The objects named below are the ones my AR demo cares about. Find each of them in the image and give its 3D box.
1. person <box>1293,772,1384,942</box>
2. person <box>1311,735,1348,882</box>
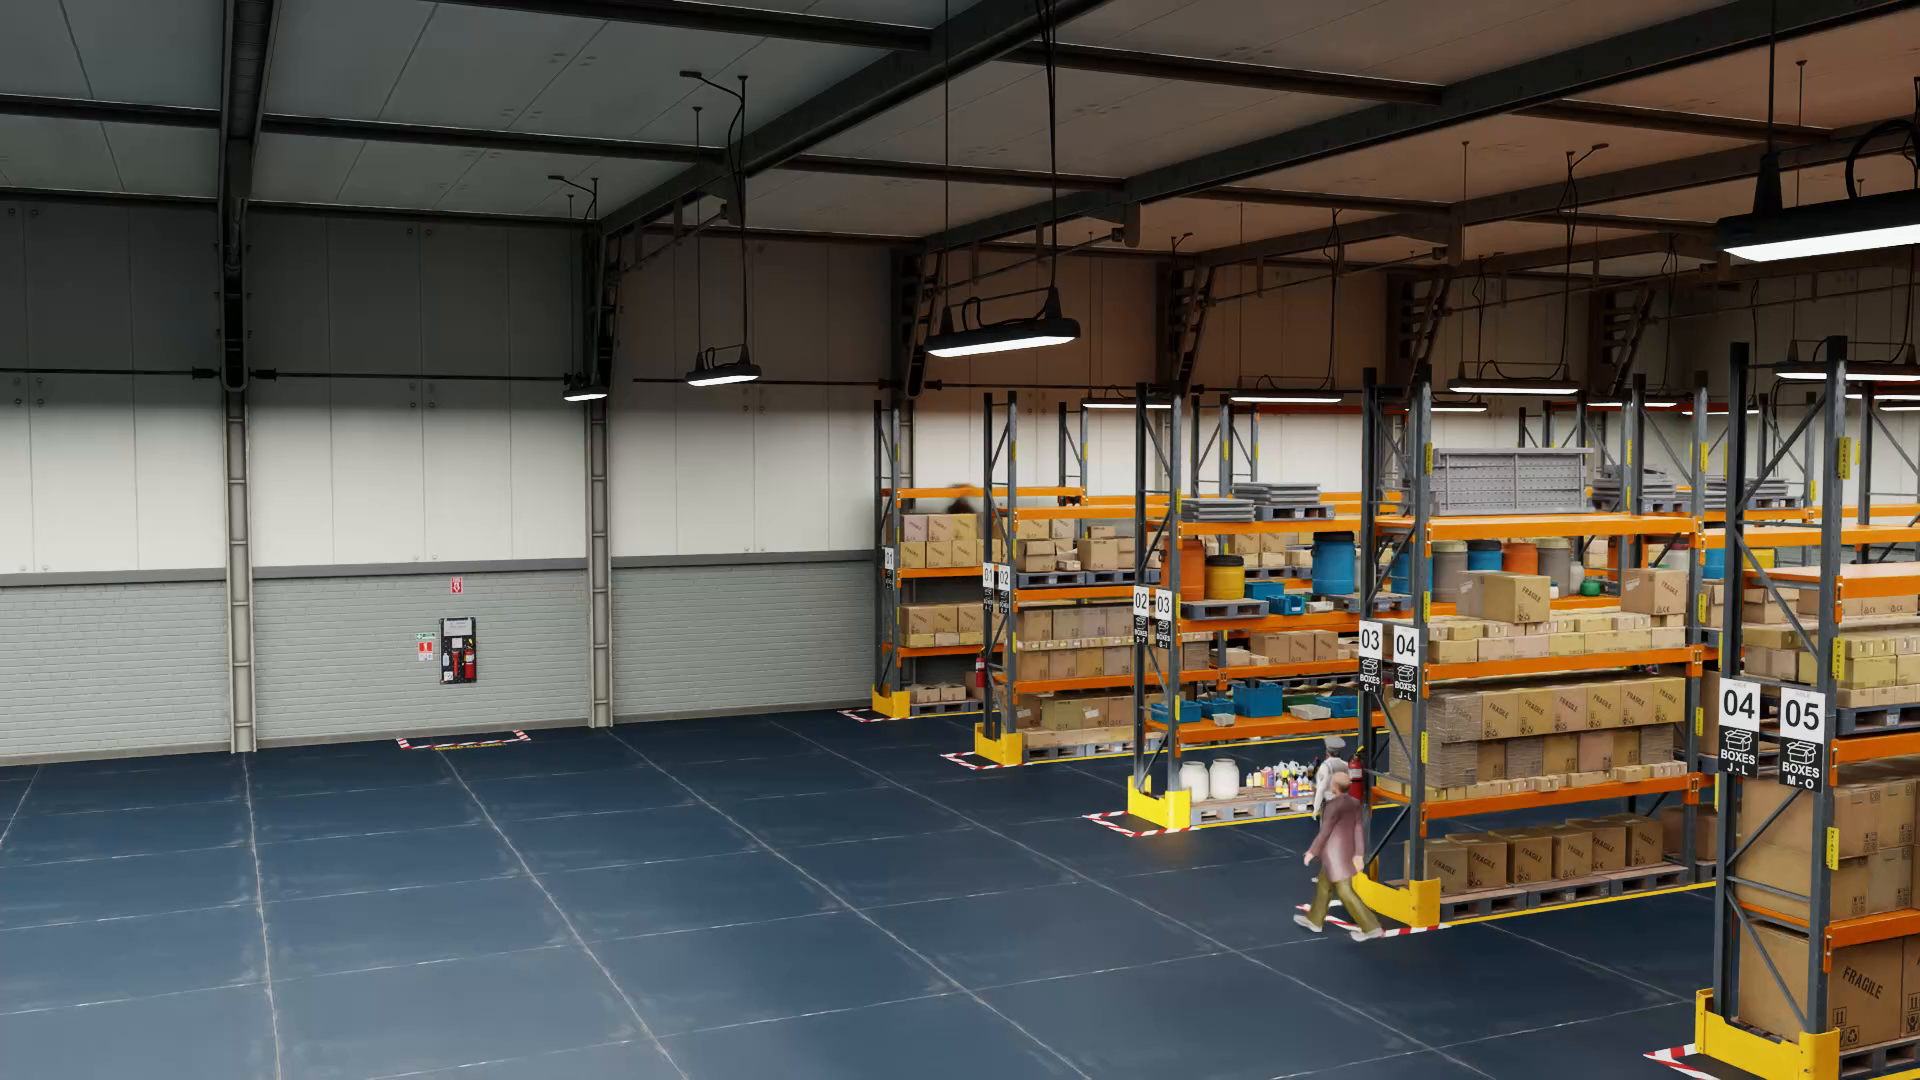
[{"bbox_3d":[3.931,3.282,17.311,1.118,1.744,0.553,2,4,36],"label":"person"},{"bbox_3d":[4.383,3.181,19.713,0.378,1.727,0.497,3,4,38],"label":"person"}]
